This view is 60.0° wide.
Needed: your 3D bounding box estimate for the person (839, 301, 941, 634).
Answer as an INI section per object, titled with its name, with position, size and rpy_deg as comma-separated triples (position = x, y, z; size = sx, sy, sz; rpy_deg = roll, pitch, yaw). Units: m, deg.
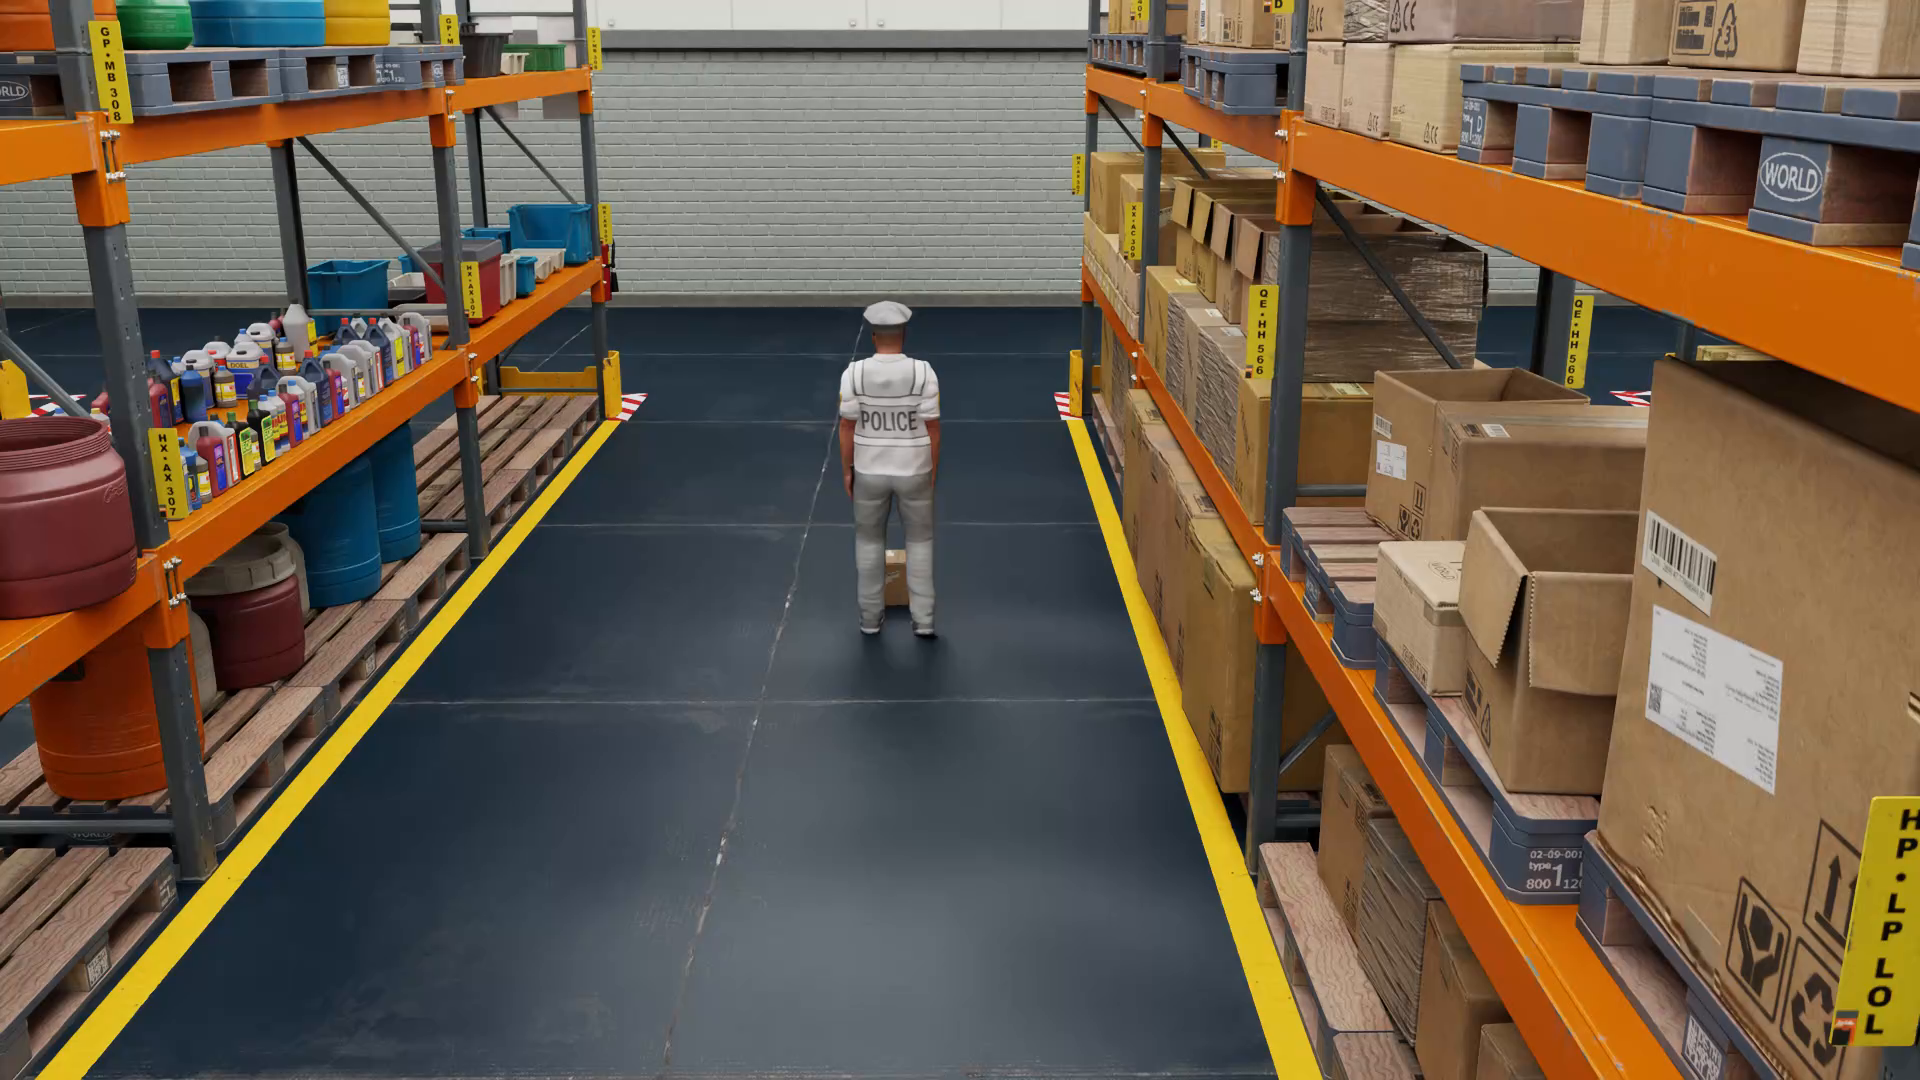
[person]
position = -0.364, -0.349, 8.721
size = 0.528, 1.799, 0.391
rpy_deg = 0, 17, 1
